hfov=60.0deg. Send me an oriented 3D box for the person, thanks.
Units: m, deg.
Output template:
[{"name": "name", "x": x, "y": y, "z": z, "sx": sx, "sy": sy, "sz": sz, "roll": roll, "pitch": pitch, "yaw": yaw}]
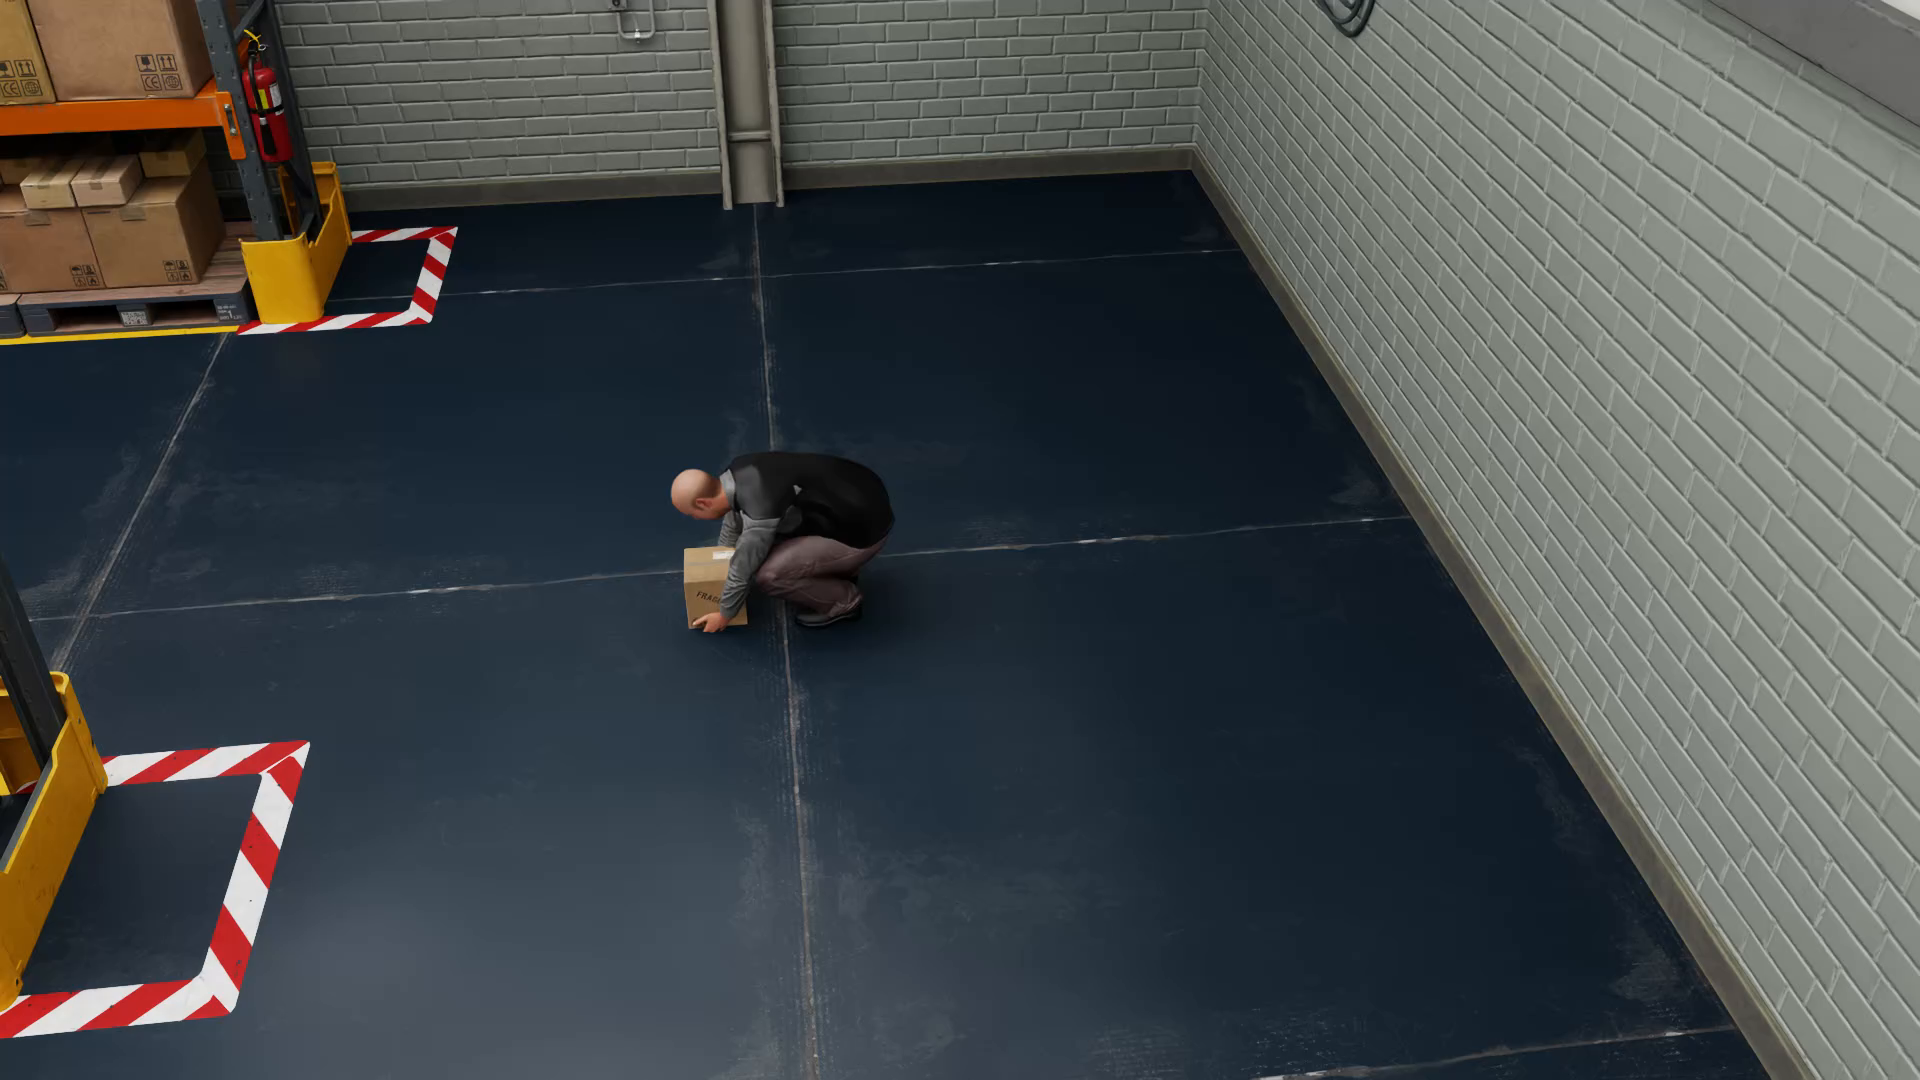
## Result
[{"name": "person", "x": -0.739, "y": 0.007, "z": 7.081, "sx": 0.916, "sy": 0.826, "sz": 0.520, "roll": -5, "pitch": 35, "yaw": -7}]
